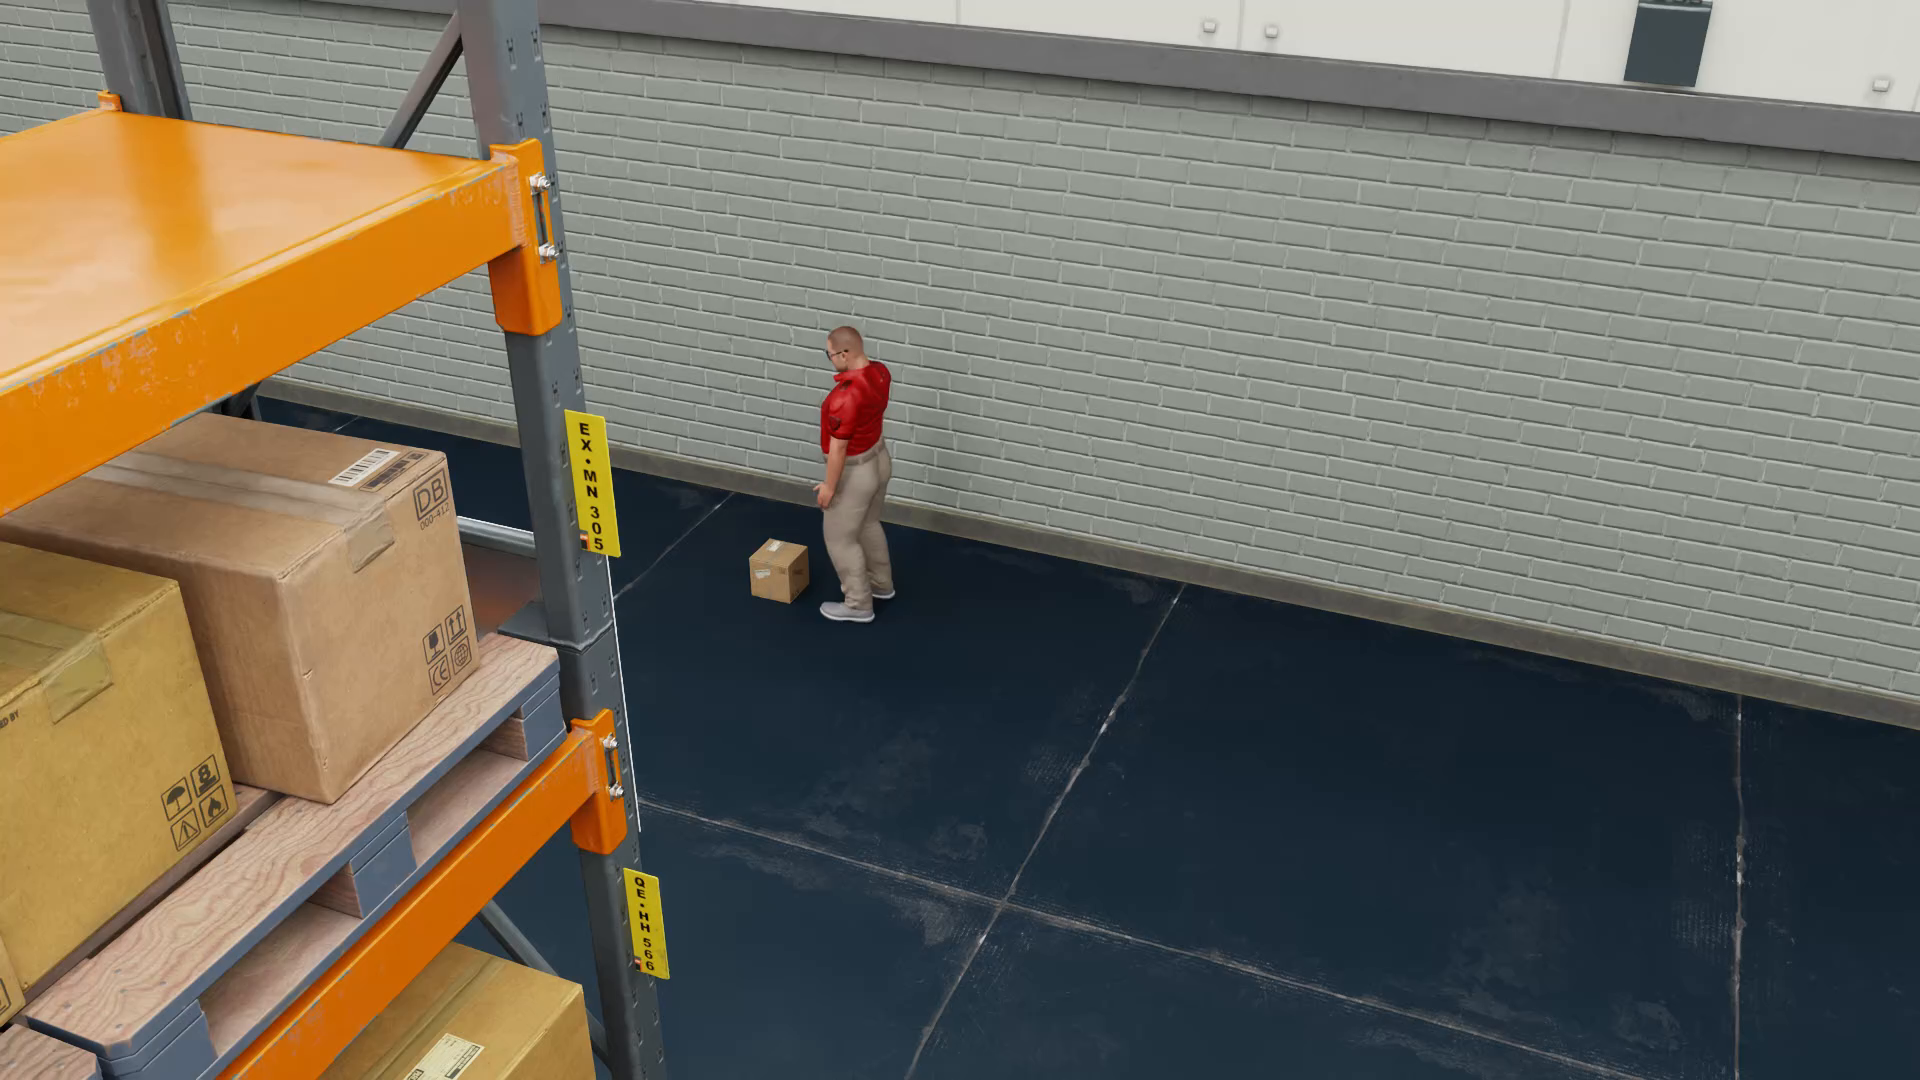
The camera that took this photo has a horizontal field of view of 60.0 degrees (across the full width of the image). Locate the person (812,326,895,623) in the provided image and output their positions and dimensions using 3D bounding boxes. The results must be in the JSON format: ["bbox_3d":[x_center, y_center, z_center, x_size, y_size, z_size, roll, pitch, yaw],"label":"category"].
[{"bbox_3d":[-0.586,-0.358,9.067,0.357,1.719,0.532,12,32,20],"label":"person"}]
